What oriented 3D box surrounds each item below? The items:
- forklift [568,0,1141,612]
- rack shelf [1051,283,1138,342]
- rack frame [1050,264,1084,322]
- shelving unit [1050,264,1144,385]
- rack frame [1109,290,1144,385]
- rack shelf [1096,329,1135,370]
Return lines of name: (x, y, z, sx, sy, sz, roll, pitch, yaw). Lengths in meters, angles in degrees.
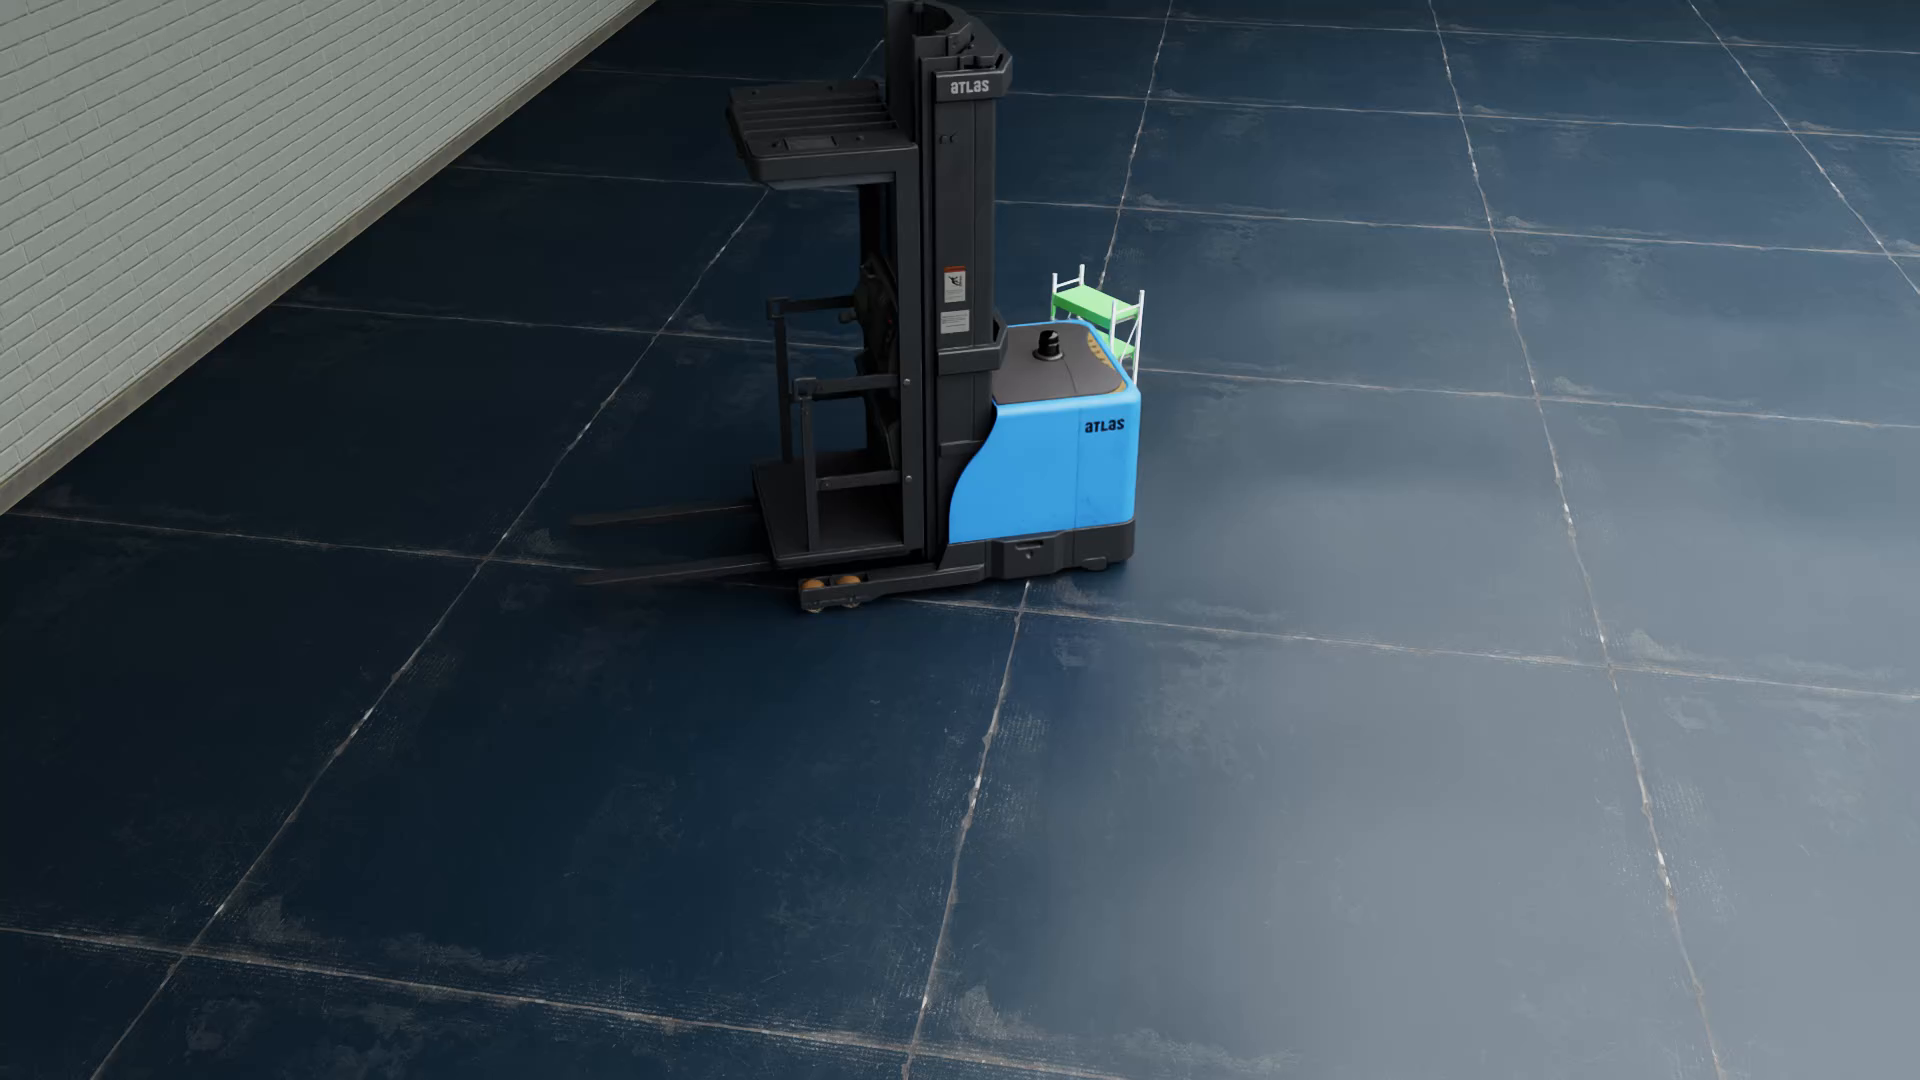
forklift: (-0.612, -1.171, 8.531, 3.031, 2.935, 1.130, -7, 33, -11)
rack shelf: (0.785, -1.317, 9.606, 0.258, 0.148, 0.480, -23, 39, -34)
rack frame: (0.617, -1.059, 9.978, 0.240, 1.200, 0.015, -23, 39, -34)
shelving unit: (0.775, -0.961, 9.820, 0.258, 1.200, 0.503, -23, 39, -34)
rack frame: (0.933, -0.862, 9.662, 0.240, 1.200, 0.015, -23, 39, -34)
rack shelf: (0.779, -1.112, 9.729, 0.258, 0.148, 0.480, -23, 39, -34)
